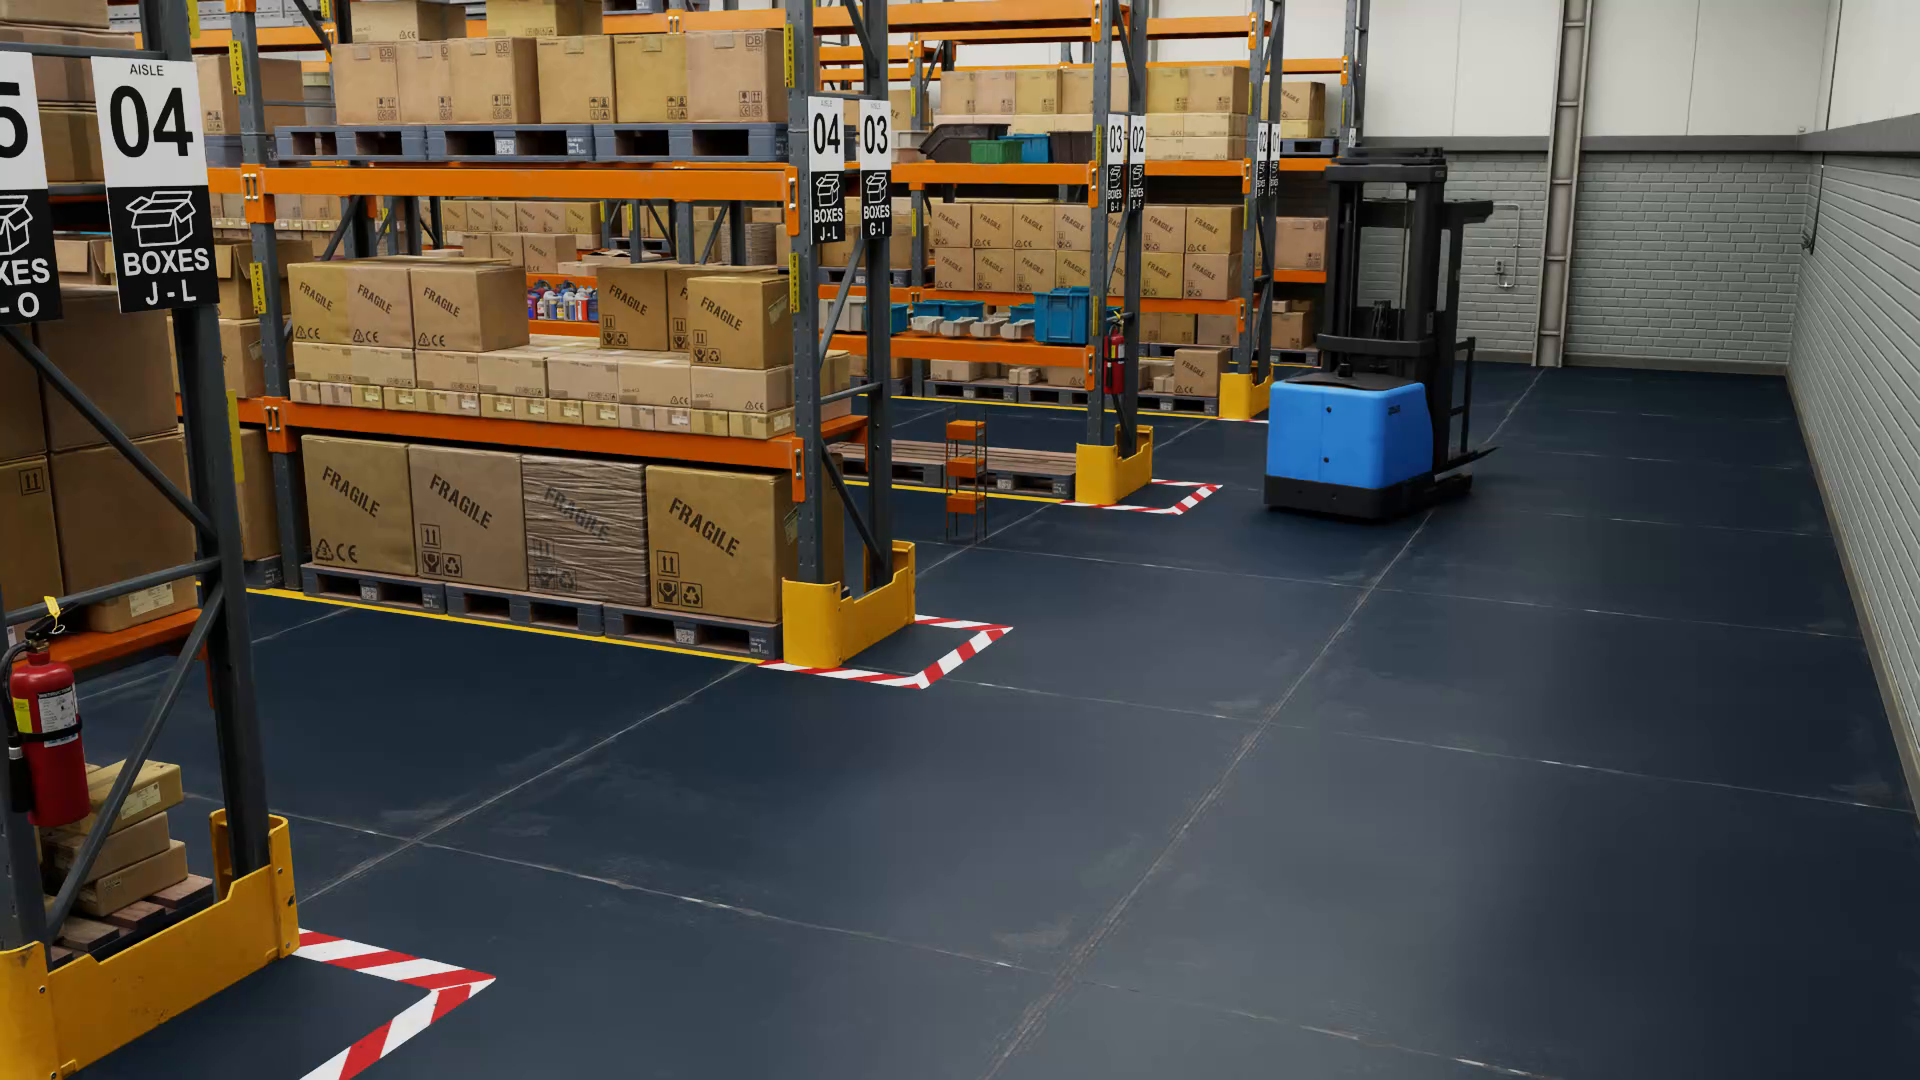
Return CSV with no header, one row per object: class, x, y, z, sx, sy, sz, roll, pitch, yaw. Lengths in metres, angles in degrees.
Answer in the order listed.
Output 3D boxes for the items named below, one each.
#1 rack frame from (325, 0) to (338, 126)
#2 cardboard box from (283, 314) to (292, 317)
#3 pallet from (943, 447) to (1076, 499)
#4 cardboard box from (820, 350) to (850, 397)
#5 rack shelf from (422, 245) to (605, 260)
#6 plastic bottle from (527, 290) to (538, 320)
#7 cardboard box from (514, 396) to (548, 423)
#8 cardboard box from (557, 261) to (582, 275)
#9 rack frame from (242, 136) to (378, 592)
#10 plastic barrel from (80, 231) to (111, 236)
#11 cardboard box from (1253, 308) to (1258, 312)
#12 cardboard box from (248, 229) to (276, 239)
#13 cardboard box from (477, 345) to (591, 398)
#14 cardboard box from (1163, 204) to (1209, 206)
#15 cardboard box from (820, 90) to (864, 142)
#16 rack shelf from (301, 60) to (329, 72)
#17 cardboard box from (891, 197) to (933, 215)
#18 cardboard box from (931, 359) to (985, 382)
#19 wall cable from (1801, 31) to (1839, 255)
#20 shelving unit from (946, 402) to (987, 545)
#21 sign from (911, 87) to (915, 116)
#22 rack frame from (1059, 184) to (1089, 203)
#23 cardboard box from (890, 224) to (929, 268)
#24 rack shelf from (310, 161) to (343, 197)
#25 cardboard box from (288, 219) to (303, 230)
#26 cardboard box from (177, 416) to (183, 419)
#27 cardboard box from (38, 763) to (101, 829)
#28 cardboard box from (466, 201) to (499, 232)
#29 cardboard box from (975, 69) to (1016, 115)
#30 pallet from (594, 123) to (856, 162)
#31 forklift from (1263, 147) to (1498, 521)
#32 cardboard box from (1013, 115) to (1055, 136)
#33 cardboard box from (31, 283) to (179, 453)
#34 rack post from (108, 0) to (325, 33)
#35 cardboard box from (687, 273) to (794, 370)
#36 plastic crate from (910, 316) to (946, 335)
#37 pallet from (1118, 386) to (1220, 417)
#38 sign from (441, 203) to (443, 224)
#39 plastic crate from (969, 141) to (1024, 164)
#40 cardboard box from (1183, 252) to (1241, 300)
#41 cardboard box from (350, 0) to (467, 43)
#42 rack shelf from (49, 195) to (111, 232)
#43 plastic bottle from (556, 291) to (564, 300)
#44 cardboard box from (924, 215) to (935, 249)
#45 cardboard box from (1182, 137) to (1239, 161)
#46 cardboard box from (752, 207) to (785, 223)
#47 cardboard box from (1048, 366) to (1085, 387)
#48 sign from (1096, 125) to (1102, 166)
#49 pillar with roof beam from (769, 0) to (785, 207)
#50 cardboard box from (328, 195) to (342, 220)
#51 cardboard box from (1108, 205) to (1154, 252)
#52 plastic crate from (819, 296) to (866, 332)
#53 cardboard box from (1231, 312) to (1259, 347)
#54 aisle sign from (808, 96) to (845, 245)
rack frame,-5.988,-5.546,16.692,0.127,3.000,1.000,6,14,23
cardboard box,-4.656,-1.364,11.784,0.500,0.500,0.500,6,14,23
pallet,0.588,-0.612,14.901,1.213,0.211,1.003,6,14,23
cardboard box,-1.009,-1.023,10.227,0.500,0.250,0.500,5,14,22
rack shelf,-7.461,-4.900,28.644,4.000,0.370,1.077,6,14,23
plastic bottle,-4.182,-2.294,16.219,0.133,0.283,0.061,6,14,23
cardboard box,-2.536,-0.834,10.293,0.250,0.149,0.380,6,15,24
cardboard box,-5.167,-3.644,22.267,0.250,0.149,0.380,7,15,27
rack frame,-4.337,-1.221,11.391,0.127,3.000,1.000,6,14,23
plastic barrel,-9.415,-3.141,18.476,0.708,0.901,0.600,6,14,23
cardboard box,4.234,-3.299,23.380,0.250,0.149,0.380,6,15,25
cardboard box,-9.937,-4.308,24.329,0.500,0.500,0.700,6,14,24
cardboard box,-2.637,-1.053,10.355,0.500,0.250,0.500,6,14,23
cardboard box,2.556,-3.598,19.114,0.500,0.500,0.500,6,14,24
cardboard box,-1.372,-5.171,20.302,0.600,0.600,0.600,6,14,23
rack shelf,-9.464,-6.591,23.594,4.000,0.370,1.077,6,14,23
cardboard box,-0.714,-5.072,25.249,0.500,0.250,0.500,6,14,24
cardboard box,-0.025,-2.111,20.107,0.500,0.311,0.500,6,14,23
wall cable,10.366,-4.765,20.162,0.112,2.526,3.097,6,14,23
shelving unit,0.049,-0.506,12.614,0.252,1.050,0.215,6,14,23
sign,-0.542,-5.077,19.266,0.005,0.325,0.100,6,14,23
rack frame,1.682,-4.325,24.619,0.127,3.000,1.000,6,14,23
cardboard box,-0.663,-3.633,20.534,0.500,0.500,0.700,1,13,4
rack shelf,-7.816,-3.921,17.906,4.000,0.370,1.077,6,14,23
cardboard box,-9.375,-4.516,23.798,0.250,0.149,0.380,6,15,25
cardboard box,-5.747,-0.528,12.172,0.875,0.875,1.225,5,14,21
cardboard box,-3.423,0.950,6.159,0.250,0.149,0.380,6,15,24
cardboard box,-8.057,-5.533,28.411,0.500,0.500,0.500,5,14,21
cardboard box,0.539,-5.172,19.258,0.500,0.500,0.700,6,14,23
pallet,-1.362,-2.334,9.765,1.213,0.211,1.003,6,14,23
forklift,3.816,-1.860,14.267,1.130,2.935,3.031,10,17,37
cardboard box,0.933,-4.729,19.009,0.500,0.250,0.500,6,14,23
cardboard box,-3.084,-0.601,5.693,0.500,0.500,0.500,6,14,23
rack post,-7.810,-5.849,17.547,3.121,1.000,1.013,6,14,23
cardboard box,-1.232,-1.278,9.670,0.500,0.500,0.500,6,14,24
plastic crate,-0.294,-1.898,14.722,0.250,0.136,0.298,6,14,23
pallet,2.537,-1.642,19.293,1.213,0.211,1.003,6,14,23
sign,-7.424,-4.669,23.726,0.005,0.325,0.100,6,14,23
plastic crate,0.309,-3.274,14.039,0.336,0.188,0.450,6,14,23
cardboard box,2.817,-2.953,18.553,0.500,0.500,0.500,6,15,25
cardboard box,-3.480,-3.260,10.516,0.500,0.250,0.500,5,14,20
rack shelf,-4.610,-1.119,5.967,4.000,0.370,1.077,6,14,23
plastic bottle,-3.919,-2.304,16.288,0.097,0.271,0.097,0,13,0
cardboard box,-0.227,-4.656,25.119,0.500,0.500,0.500,6,15,25
cardboard box,2.760,-4.299,18.273,0.500,0.250,0.500,6,14,23
cardboard box,-2.931,-5.045,26.507,0.500,0.500,0.700,4,14,18
cardboard box,1.399,-2.116,19.706,0.637,0.503,0.797,6,14,23
sign,1.119,-3.178,13.396,0.005,0.325,0.100,6,14,23
pillar with roof beam,-4.557,-7.017,22.961,0.400,9.000,9.100,6,14,23
cardboard box,-8.506,-4.796,23.570,0.500,0.500,0.700,6,14,23
cardboard box,1.880,-3.532,18.834,0.500,0.500,0.500,6,15,25
plastic crate,-1.009,-2.047,15.041,0.530,0.282,0.437,6,14,23
cardboard box,4.201,-3.032,23.663,0.500,0.500,0.700,6,14,23
aisle sign,-0.735,-2.047,9.222,0.004,0.787,0.394,6,14,23
